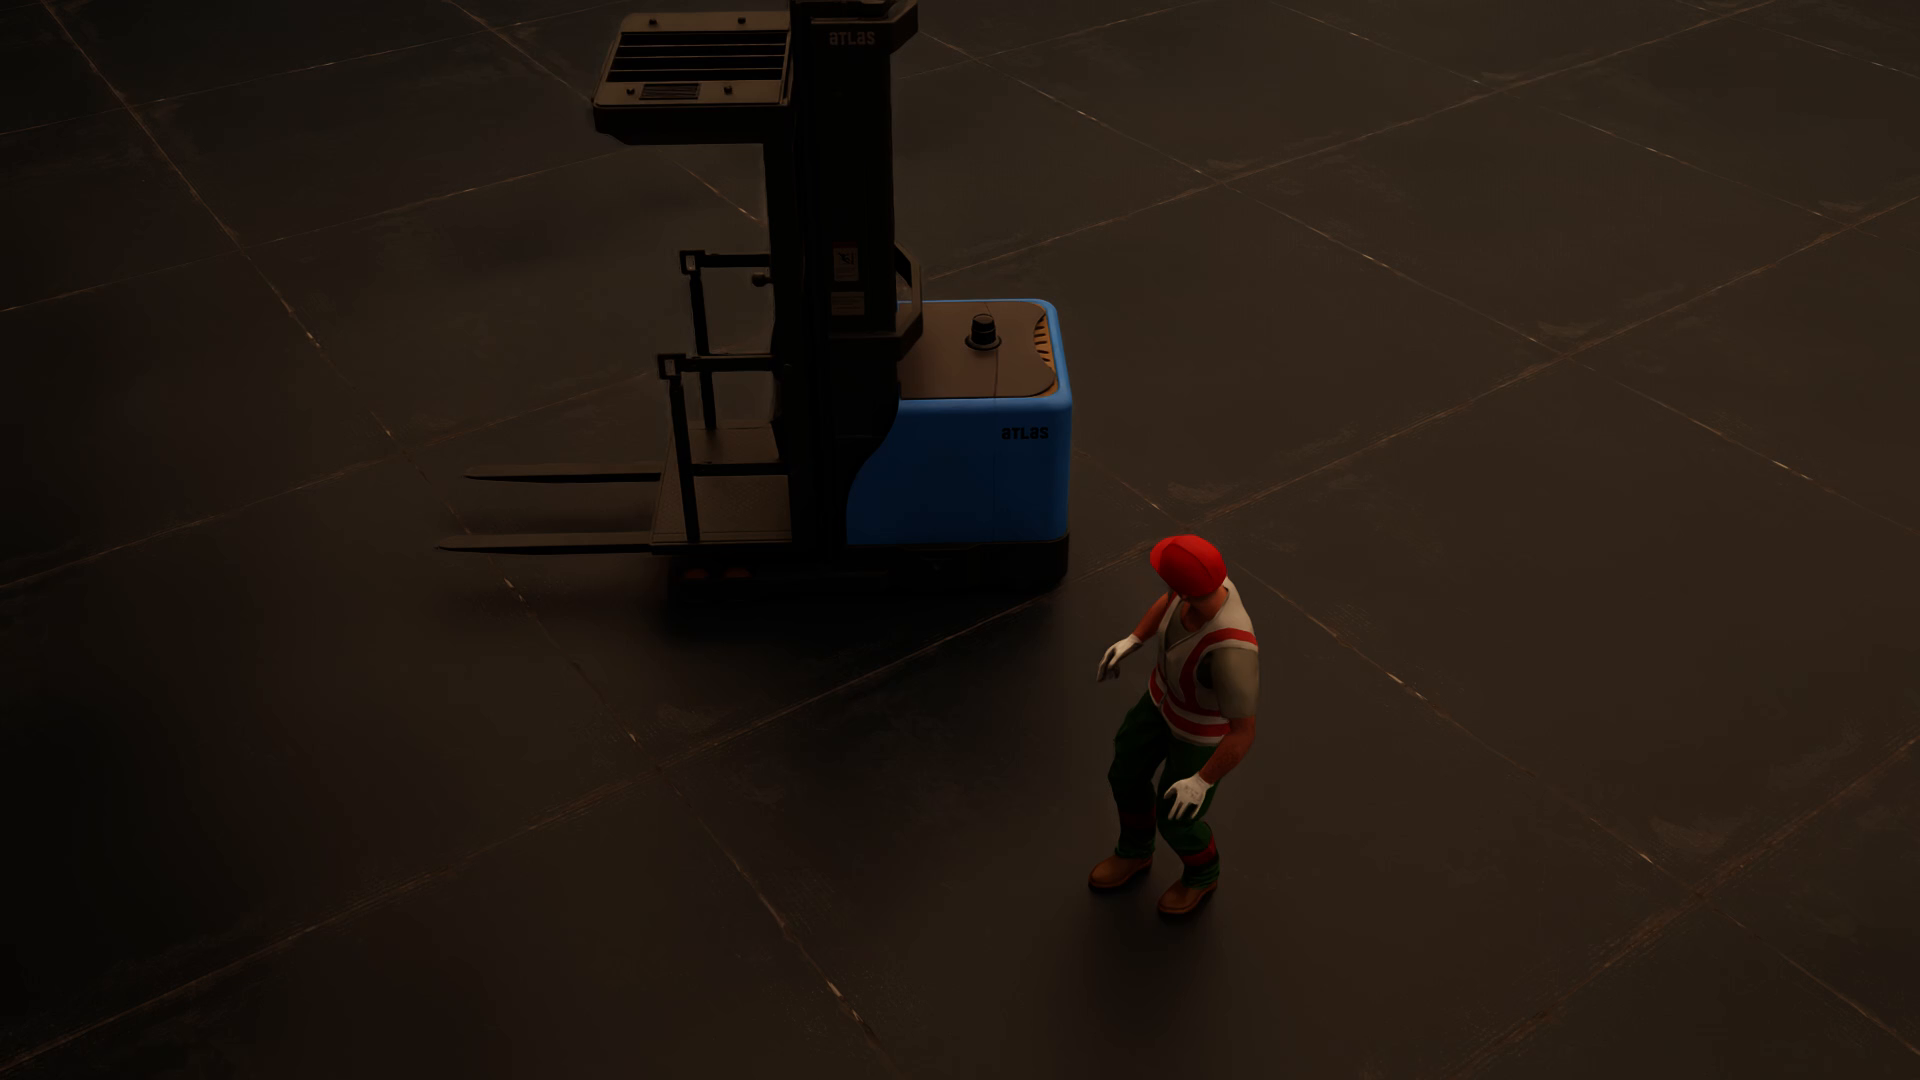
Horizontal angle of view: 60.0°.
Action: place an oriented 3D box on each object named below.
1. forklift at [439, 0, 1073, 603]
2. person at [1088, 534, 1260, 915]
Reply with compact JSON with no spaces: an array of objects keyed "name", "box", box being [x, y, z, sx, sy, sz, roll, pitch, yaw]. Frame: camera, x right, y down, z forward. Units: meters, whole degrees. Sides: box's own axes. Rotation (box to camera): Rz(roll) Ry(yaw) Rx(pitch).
[{"name":"forklift","box":[-1.006,-1.197,7.564,3.031,2.935,1.130,-1,37,-2]},{"name":"person","box":[0.794,0.683,6.038,0.515,1.736,0.747,-14,39,-19]}]
